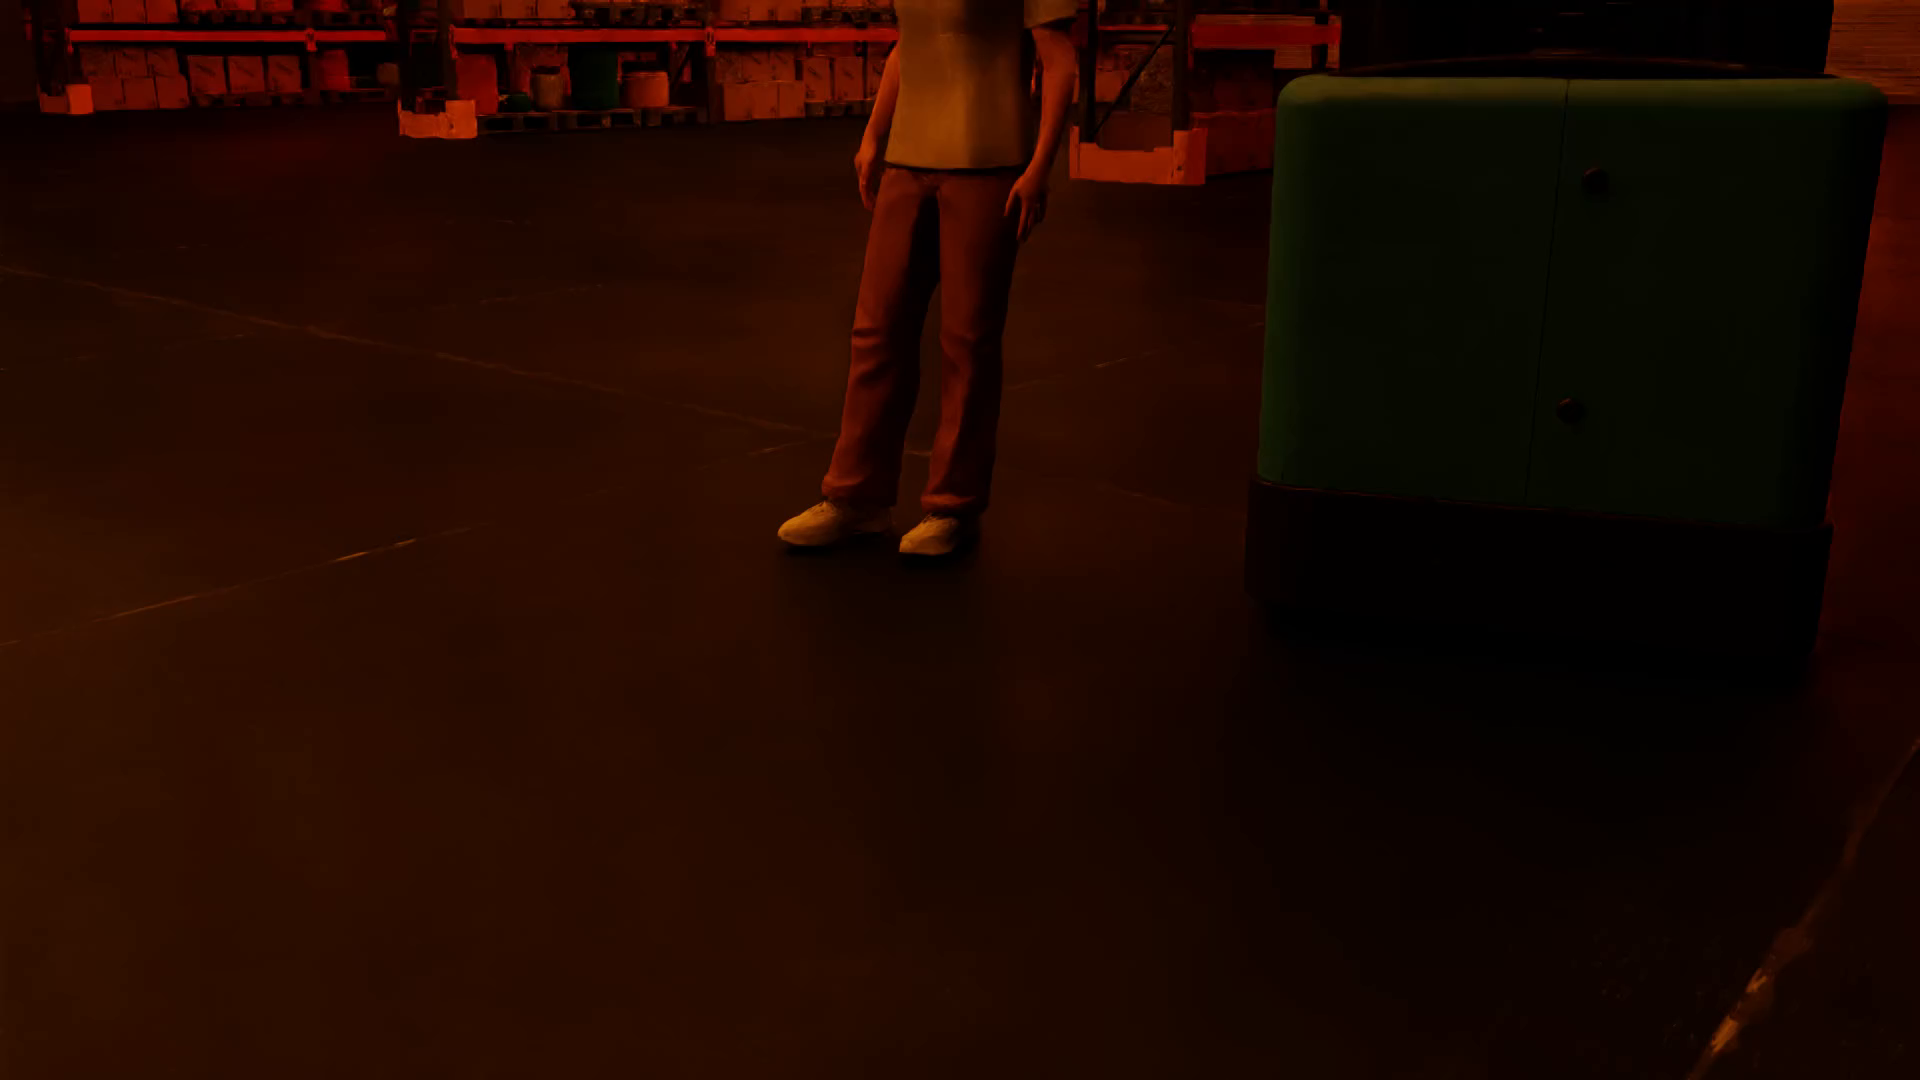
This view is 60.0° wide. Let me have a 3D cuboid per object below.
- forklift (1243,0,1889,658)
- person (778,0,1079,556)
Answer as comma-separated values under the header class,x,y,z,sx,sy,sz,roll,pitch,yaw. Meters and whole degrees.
class,x,y,z,sx,sy,sz,roll,pitch,yaw
forklift,1.546,-1.577,4.092,1.130,2.935,3.031,6,18,19
person,-0.056,-0.794,3.649,0.554,1.674,0.548,13,21,37
